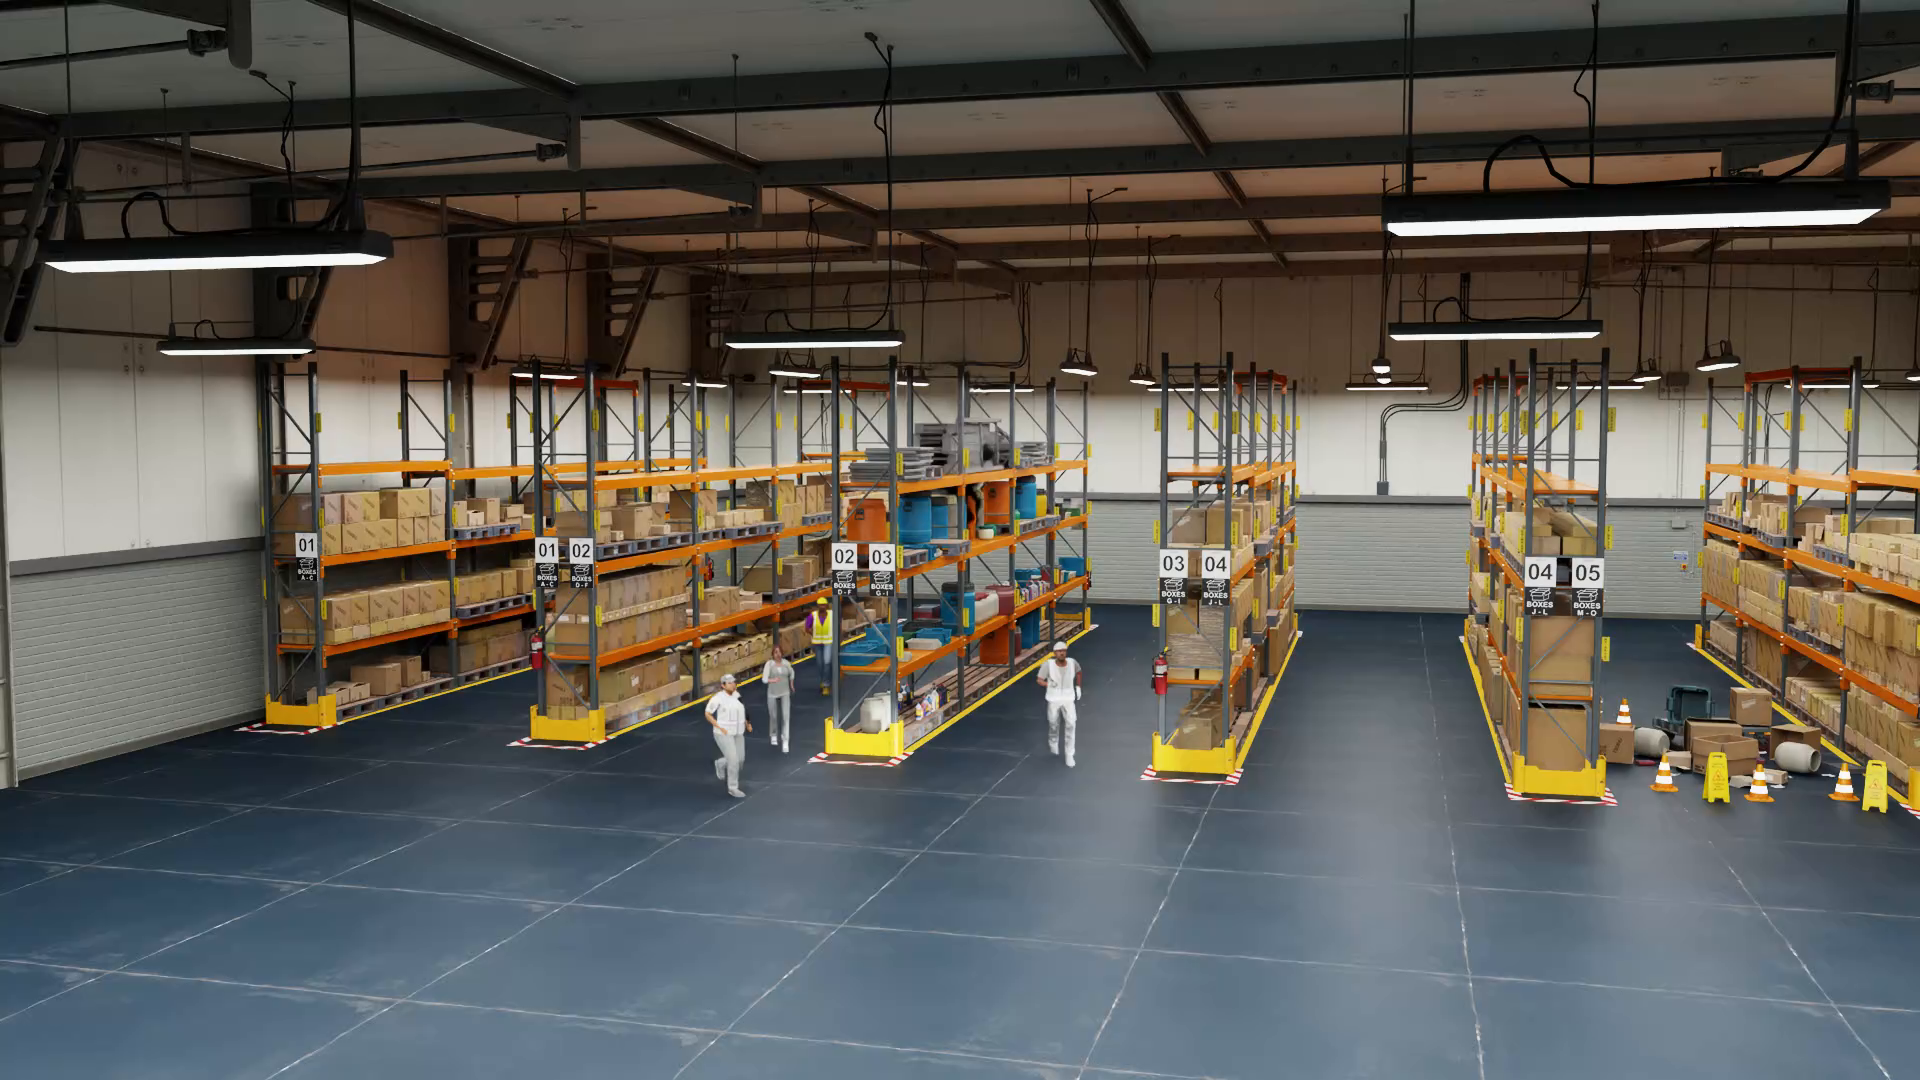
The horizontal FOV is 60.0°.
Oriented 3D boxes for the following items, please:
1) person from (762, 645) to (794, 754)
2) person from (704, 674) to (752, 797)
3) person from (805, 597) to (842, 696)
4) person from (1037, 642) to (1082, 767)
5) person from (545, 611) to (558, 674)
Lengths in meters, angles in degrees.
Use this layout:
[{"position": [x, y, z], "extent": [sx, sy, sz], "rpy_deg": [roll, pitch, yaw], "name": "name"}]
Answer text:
[{"position": [-2.767, 2.463, 25.403], "extent": [0.509, 1.548, 0.719], "rpy_deg": [-1, 4, -10], "name": "person"}, {"position": [-3.145, 2.623, 22.464], "extent": [0.672, 1.644, 0.607], "rpy_deg": [4, 5, 42], "name": "person"}, {"position": [-2.549, 1.940, 30.868], "extent": [0.640, 1.796, 0.890], "rpy_deg": [1, 4, 7], "name": "person"}, {"position": [1.475, 2.375, 24.599], "extent": [0.700, 1.781, 0.887], "rpy_deg": [0, 4, -4], "name": "person"}, {"position": [-7.370, 2.084, 29.926], "extent": [0.565, 1.623, 0.544], "rpy_deg": [0, 4, -2], "name": "person"}]
